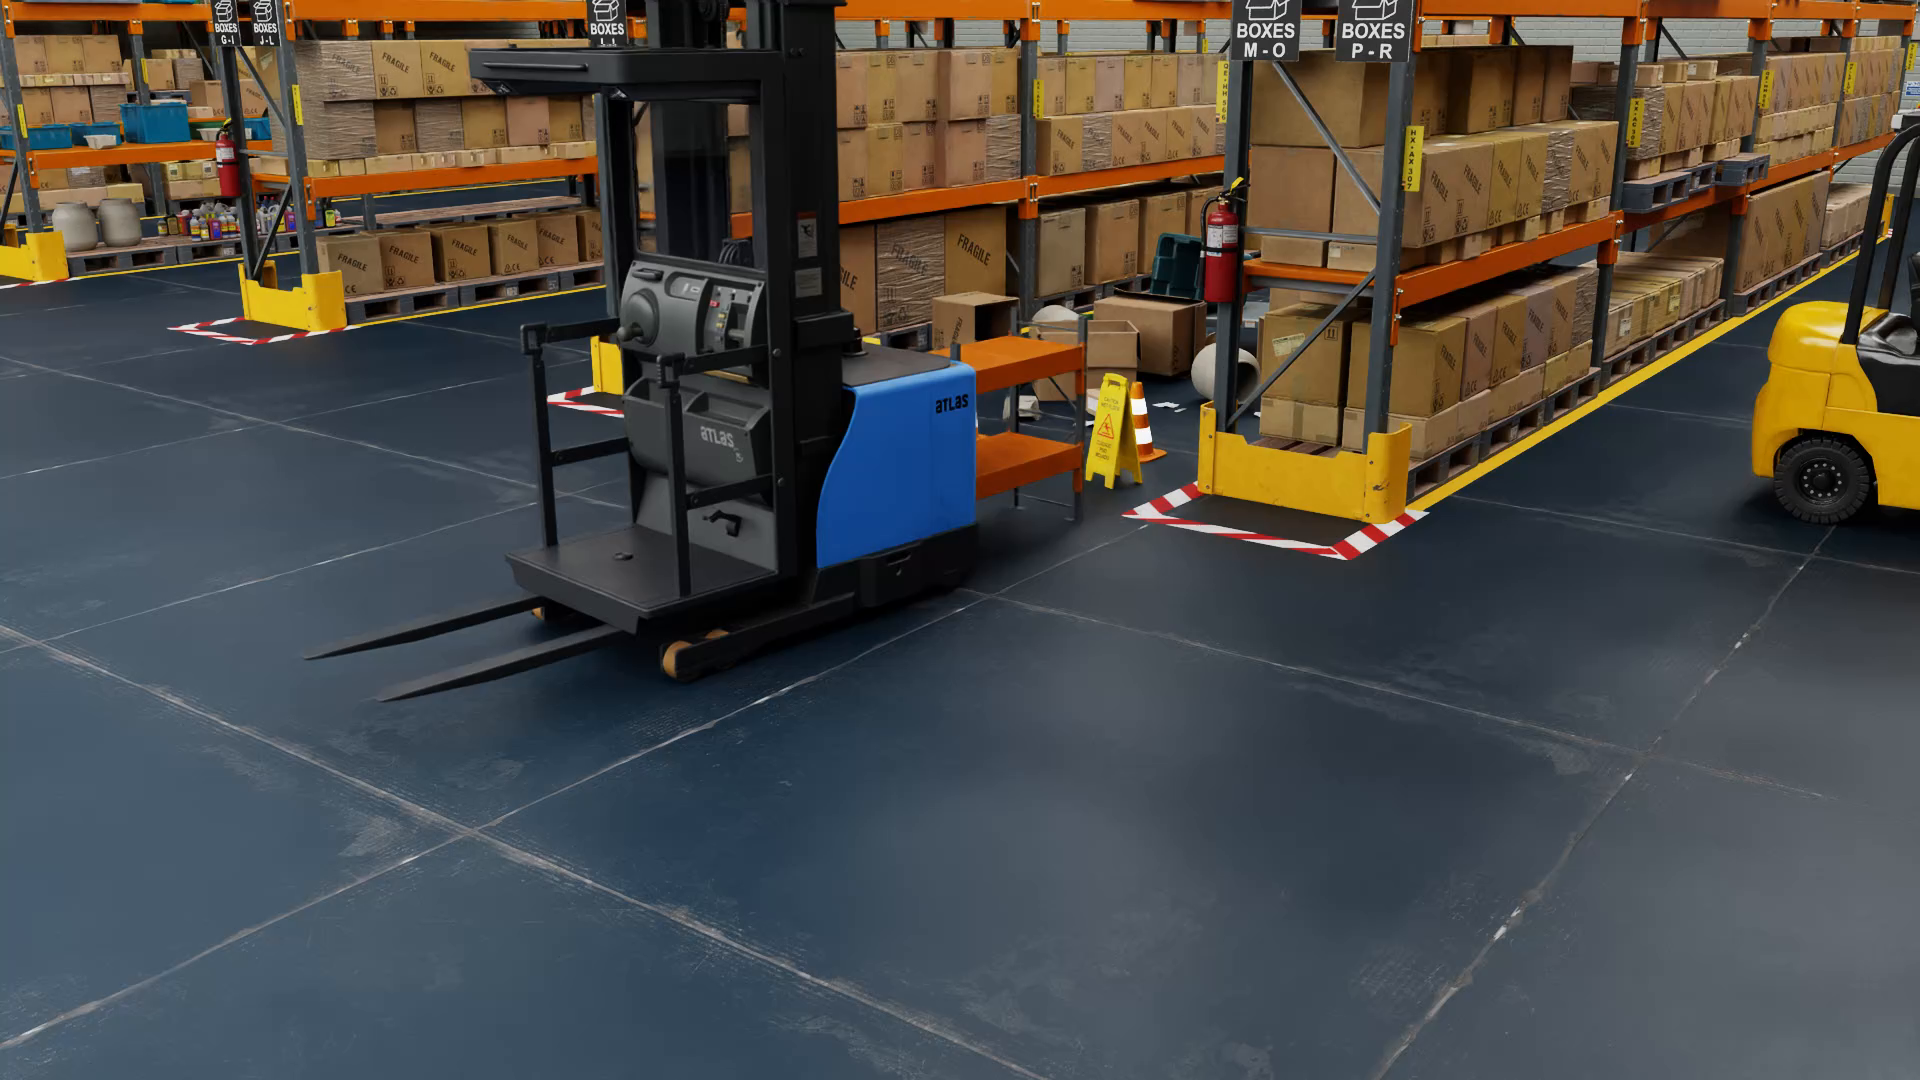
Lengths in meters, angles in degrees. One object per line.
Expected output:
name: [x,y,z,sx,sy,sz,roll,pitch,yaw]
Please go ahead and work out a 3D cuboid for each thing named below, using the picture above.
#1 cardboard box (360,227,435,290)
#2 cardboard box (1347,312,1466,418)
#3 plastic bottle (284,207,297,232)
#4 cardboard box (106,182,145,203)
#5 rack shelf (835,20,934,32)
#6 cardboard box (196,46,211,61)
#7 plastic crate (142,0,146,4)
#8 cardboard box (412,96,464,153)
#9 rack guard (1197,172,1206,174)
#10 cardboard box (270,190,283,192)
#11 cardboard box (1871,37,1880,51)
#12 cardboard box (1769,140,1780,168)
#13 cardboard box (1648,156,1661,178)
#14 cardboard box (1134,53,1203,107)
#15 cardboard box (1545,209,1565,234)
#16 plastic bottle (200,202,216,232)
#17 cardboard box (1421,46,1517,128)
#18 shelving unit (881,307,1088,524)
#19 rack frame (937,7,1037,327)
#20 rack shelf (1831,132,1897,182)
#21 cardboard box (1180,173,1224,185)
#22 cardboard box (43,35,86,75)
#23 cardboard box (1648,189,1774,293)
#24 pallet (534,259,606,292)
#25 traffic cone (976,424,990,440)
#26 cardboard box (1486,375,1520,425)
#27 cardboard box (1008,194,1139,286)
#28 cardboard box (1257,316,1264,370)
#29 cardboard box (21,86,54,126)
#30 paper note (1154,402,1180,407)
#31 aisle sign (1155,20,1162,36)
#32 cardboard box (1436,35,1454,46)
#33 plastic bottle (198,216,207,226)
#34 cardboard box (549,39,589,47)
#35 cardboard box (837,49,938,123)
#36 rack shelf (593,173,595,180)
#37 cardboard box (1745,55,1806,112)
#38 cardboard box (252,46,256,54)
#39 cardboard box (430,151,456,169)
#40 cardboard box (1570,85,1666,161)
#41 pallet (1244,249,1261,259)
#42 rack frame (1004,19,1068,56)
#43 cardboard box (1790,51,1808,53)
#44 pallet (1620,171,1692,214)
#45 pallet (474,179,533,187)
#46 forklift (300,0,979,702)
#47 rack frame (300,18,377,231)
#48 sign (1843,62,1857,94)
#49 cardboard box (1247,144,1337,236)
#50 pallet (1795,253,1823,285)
cardboard box: [-5.364,-2.689,15.851,0.500,0.500,0.500,-13,22,-36]
cardboard box: [2.597,-1.031,9.670,0.500,0.500,0.500,12,21,33]
plastic bottle: [-8.003,-3.832,19.865,0.061,0.283,0.133,14,22,38]
cardboard box: [-11.750,-4.830,23.169,0.500,0.250,0.500,12,21,35]
rack shelf: [-1.715,-8.686,27.813,1.077,0.370,4.000,12,21,35]
cardboard box: [-13.184,-8.630,29.509,0.500,0.250,0.500,13,22,36]
plastic crate: [-9.162,-6.195,18.605,0.392,0.384,0.575,12,21,35]
cardboard box: [-5.195,-3.956,15.753,0.875,0.500,0.500,12,21,35]
rack guard: [3.469,-6.011,27.256,1.175,0.500,0.348,12,21,35]
cardboard box: [-10.294,-5.398,24.997,0.500,0.250,0.500,13,21,36]
cardboard box: [10.349,-5.719,19.152,0.380,0.149,0.250,12,21,35]
cardboard box: [7.432,-3.668,15.750,0.500,0.250,0.500,12,21,33]
cardboard box: [5.003,-2.804,12.430,0.380,0.149,0.250,13,21,36]
cardboard box: [2.036,-4.692,16.941,0.700,0.500,0.500,12,21,34]
cardboard box: [3.714,-2.096,10.860,0.380,0.149,0.250,12,21,34]
plastic bottle: [-8.964,-3.851,19.813,0.144,0.351,0.185,13,22,37]
cardboard box: [3.184,-2.958,10.854,0.700,0.500,0.500,12,21,33]
shelving unit: [0.139,-0.564,8.664,0.538,1.125,1.048,14,22,39]
rack frame: [0.228,-3.440,14.763,1.000,3.000,0.127,12,21,35]
rack shelf: [10.222,-4.628,19.801,1.077,0.370,4.000,12,21,35]
cardboard box: [2.808,-3.967,18.702,0.500,0.250,0.500,12,21,33]
cardboard box: [-12.208,-6.532,22.364,0.700,0.500,0.500,12,21,35]
cardboard box: [7.125,-2.878,15.827,0.875,0.875,0.875,12,21,34]
pallet: [-4.067,-2.843,17.542,1.003,0.211,1.213,12,21,35]
traffic cone: [0.006,-0.871,10.767,0.336,0.463,0.334,12,21,35]
cardboard box: [3.208,-0.920,10.576,0.500,0.250,0.500,14,22,38]
cardboard box: [1.103,-2.959,16.300,1.050,0.750,0.750,12,21,35]
cardboard box: [2.532,-1.382,12.347,0.500,0.500,0.500,-4,18,-13]
cardboard box: [-12.519,-5.787,22.154,0.700,0.500,0.500,13,21,35]
paper note: [1.471,-0.966,11.822,0.142,0.019,0.148,-11,20,-32]
aisle sign: [3.257,-8.510,26.707,0.394,0.787,0.004,12,21,35]
cardboard box: [6.081,-6.318,21.674,0.500,0.500,0.500,13,21,36]
plastic bottle: [-8.948,-3.722,19.649,0.097,0.201,0.097,0,17,0]
cardboard box: [-4.039,-4.733,16.570,0.500,0.500,0.500,12,21,35]
cardboard box: [-0.686,-3.690,13.494,0.875,0.550,0.550,12,21,35]
rack shelf: [-2.504,-4.473,19.304,1.077,0.370,4.000,12,21,35]
cardboard box: [7.746,-4.382,15.942,0.500,0.500,0.500,13,22,36]
cardboard box: [-12.449,-8.667,29.628,0.500,0.250,0.500,12,21,34]
cardboard box: [-4.978,-3.592,15.678,0.380,0.149,0.250,12,21,35]
cardboard box: [4.773,-3.041,12.099,0.500,0.500,0.500,13,22,36]
pallet: [3.078,-3.247,18.843,1.003,0.211,1.213,12,21,35]
rack frame: [1.071,-6.246,23.799,1.000,3.000,0.127,12,21,35]
cardboard box: [9.090,-5.181,18.516,0.500,0.500,0.500,12,21,34]
pallet: [4.836,-2.654,12.556,1.003,0.211,1.213,12,21,35]
pallet: [-8.063,-6.173,28.267,1.003,0.211,1.213,12,21,35]
forklift: [-1.299,-0.986,6.978,1.130,2.935,3.031,16,24,42]
rack frame: [-7.673,-5.216,20.482,1.000,3.000,0.127,12,21,35]
sign: [9.472,-4.916,17.699,0.100,0.325,0.005,12,21,35]
cardboard box: [1.982,-2.004,9.470,0.500,0.500,0.500,12,21,34]
pallet: [8.631,-2.966,17.939,1.003,0.211,1.213,12,21,35]
